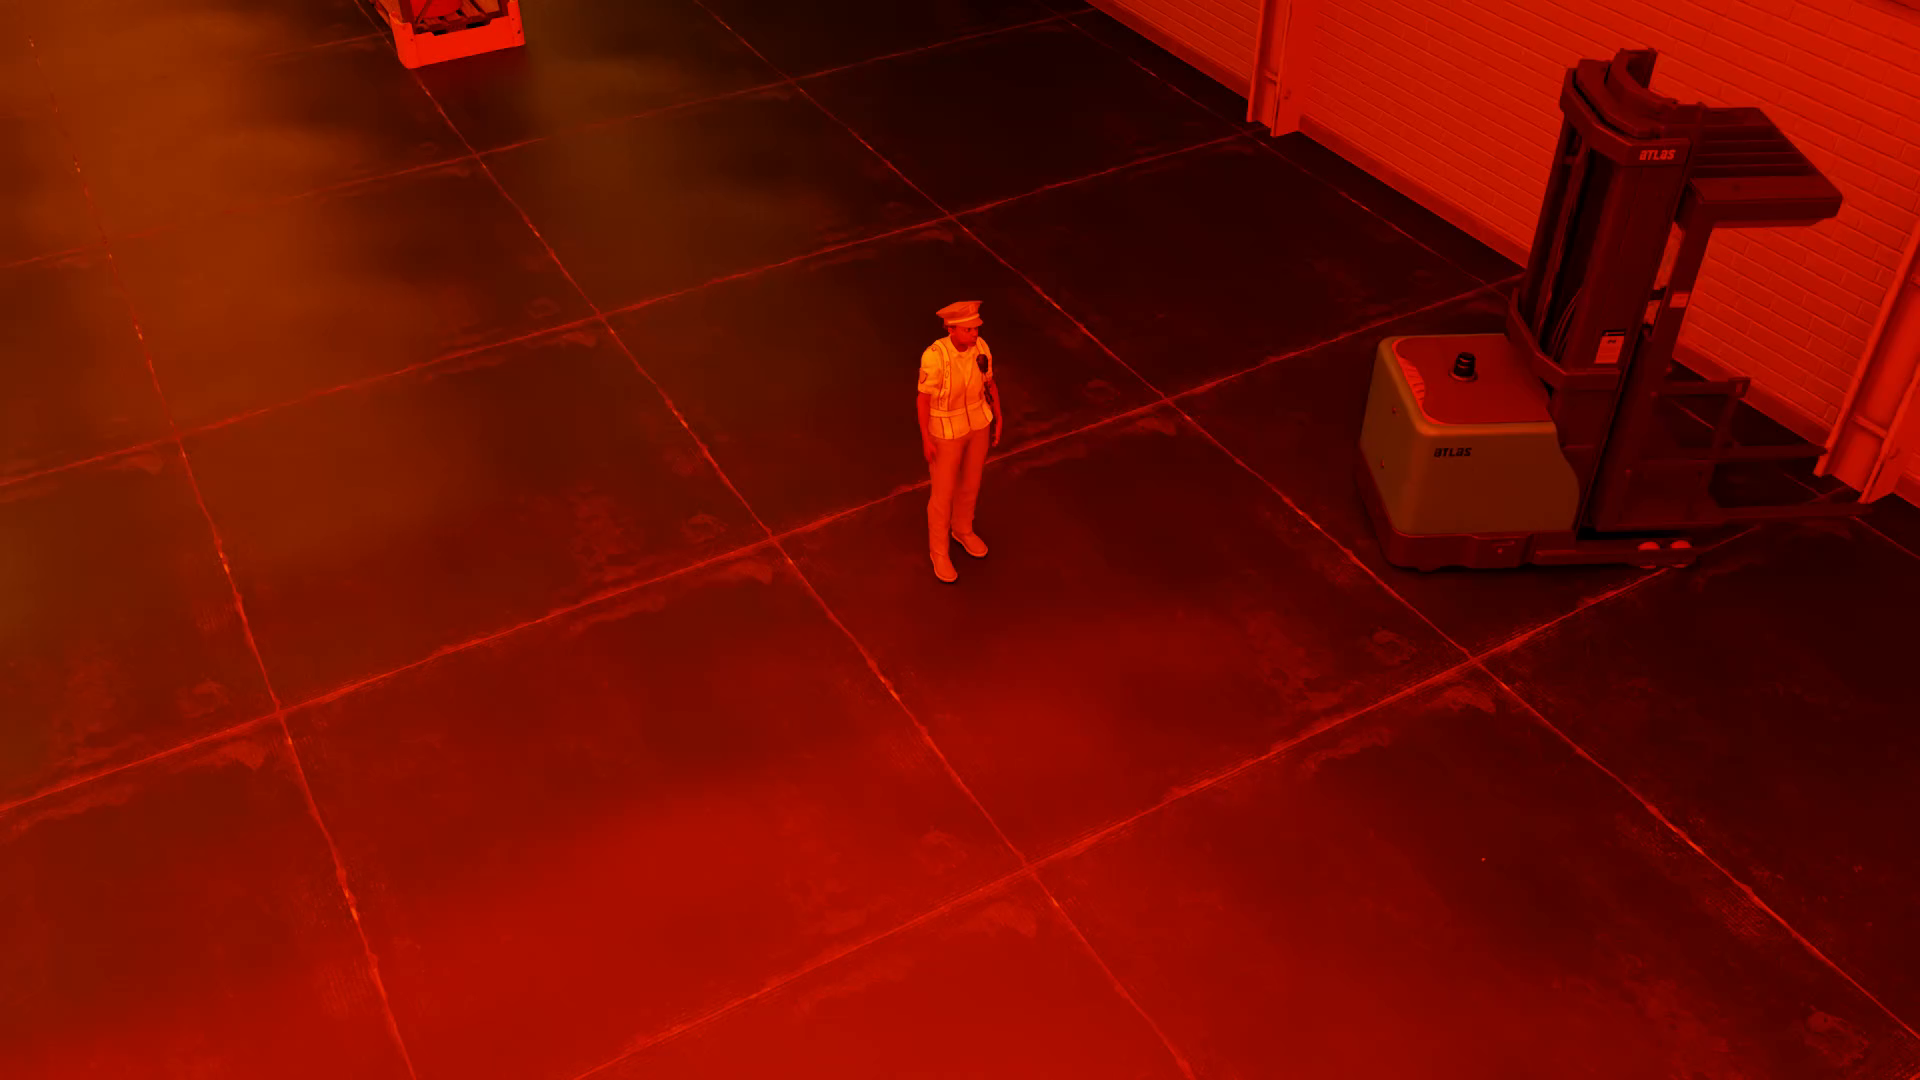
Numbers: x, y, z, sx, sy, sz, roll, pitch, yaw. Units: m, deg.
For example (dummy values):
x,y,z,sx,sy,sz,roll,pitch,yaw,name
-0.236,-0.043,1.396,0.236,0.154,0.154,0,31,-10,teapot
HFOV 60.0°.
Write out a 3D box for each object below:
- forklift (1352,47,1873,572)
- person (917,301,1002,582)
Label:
x,y,z,sx,sy,sz,roll,pitch,yaw,name
4.069,-1.291,9.593,3.031,2.935,1.130,-2,40,-2,forklift
0.021,-0.610,9.729,0.570,1.697,0.528,-20,44,-23,person
